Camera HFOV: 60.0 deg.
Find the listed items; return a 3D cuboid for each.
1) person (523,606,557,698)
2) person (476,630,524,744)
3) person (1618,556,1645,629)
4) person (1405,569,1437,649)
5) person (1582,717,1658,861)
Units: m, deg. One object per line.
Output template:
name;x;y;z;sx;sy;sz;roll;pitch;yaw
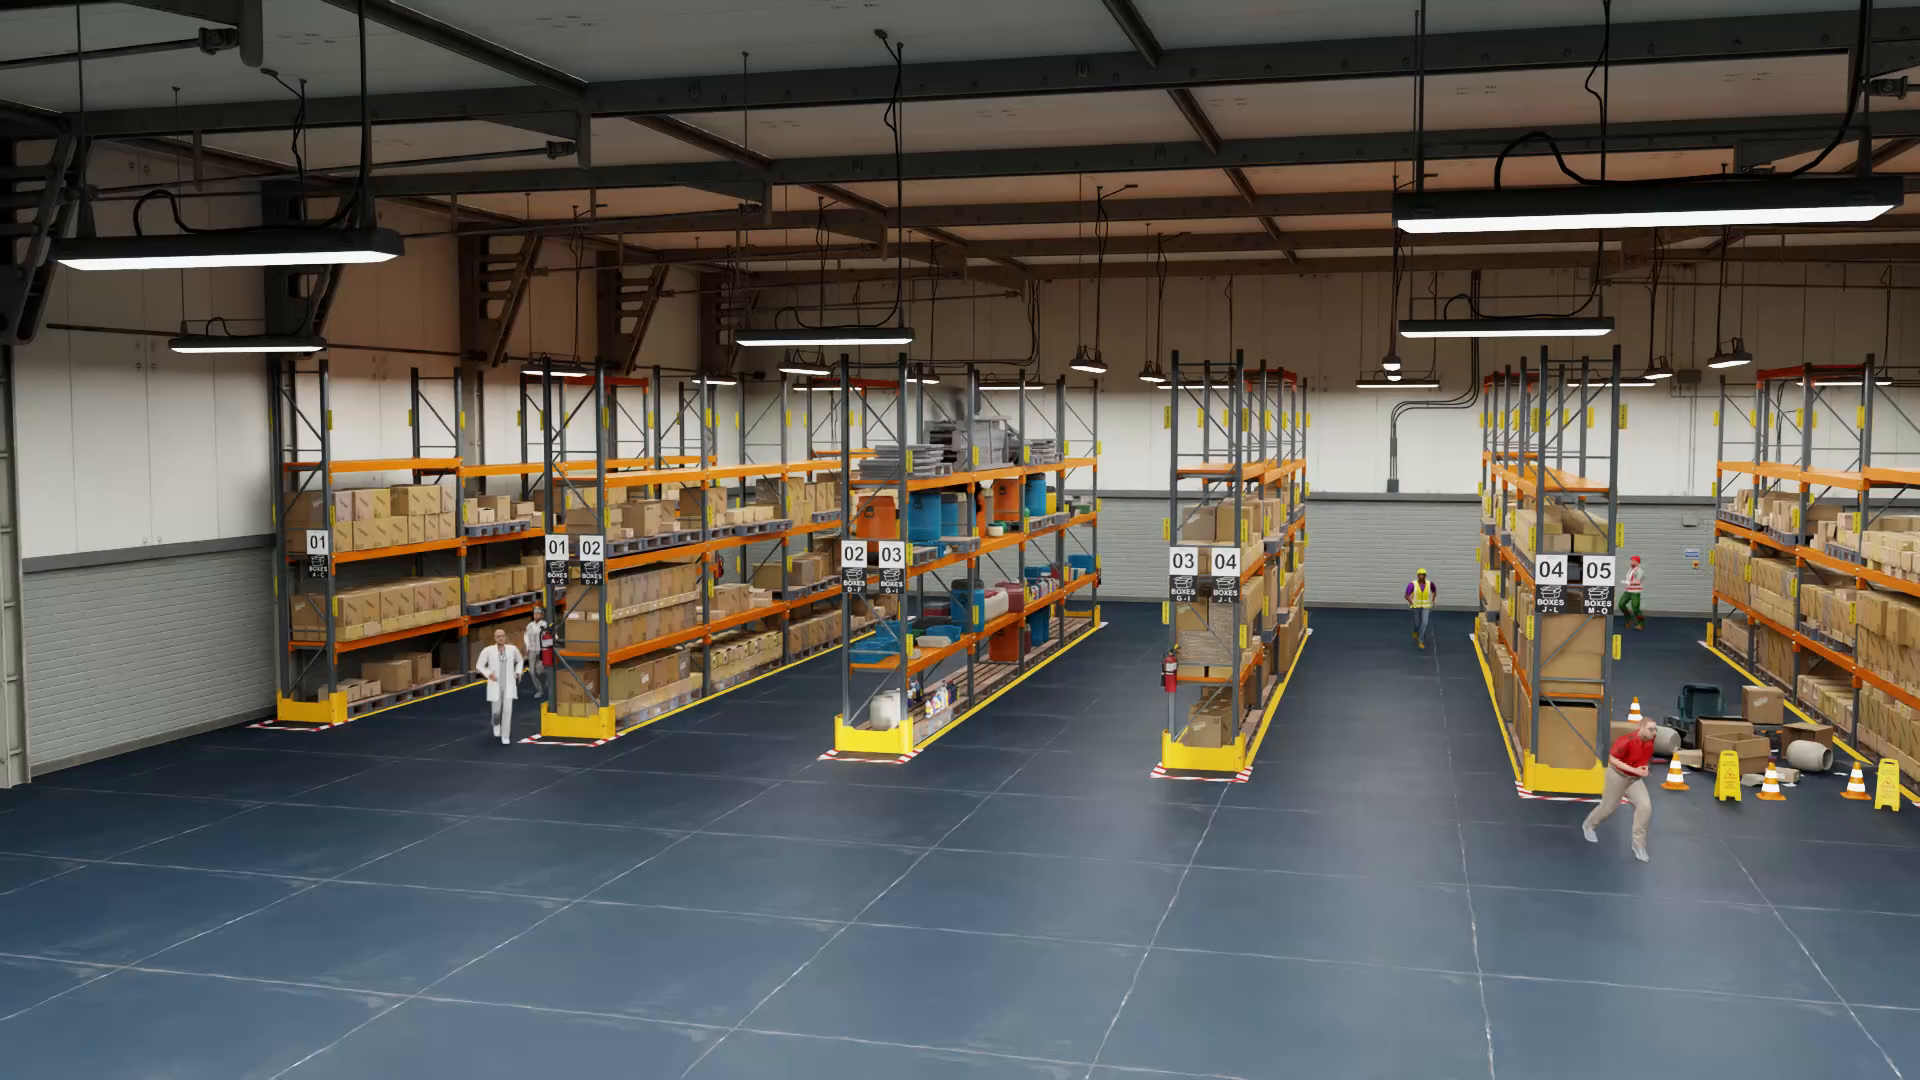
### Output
person;-7.638;2.018;30.167;0.616;1.660;0.554;1;4;8
person;-7.147;2.306;25.904;0.737;1.668;0.795;-2;4;-22
person;16.024;1.257;39.668;0.694;1.778;0.641;-1;4;-12
person;10.211;1.505;36.829;0.709;1.765;0.824;1;4;8
person;7.665;2.833;19.272;0.707;1.697;0.971;-2;5;-25
